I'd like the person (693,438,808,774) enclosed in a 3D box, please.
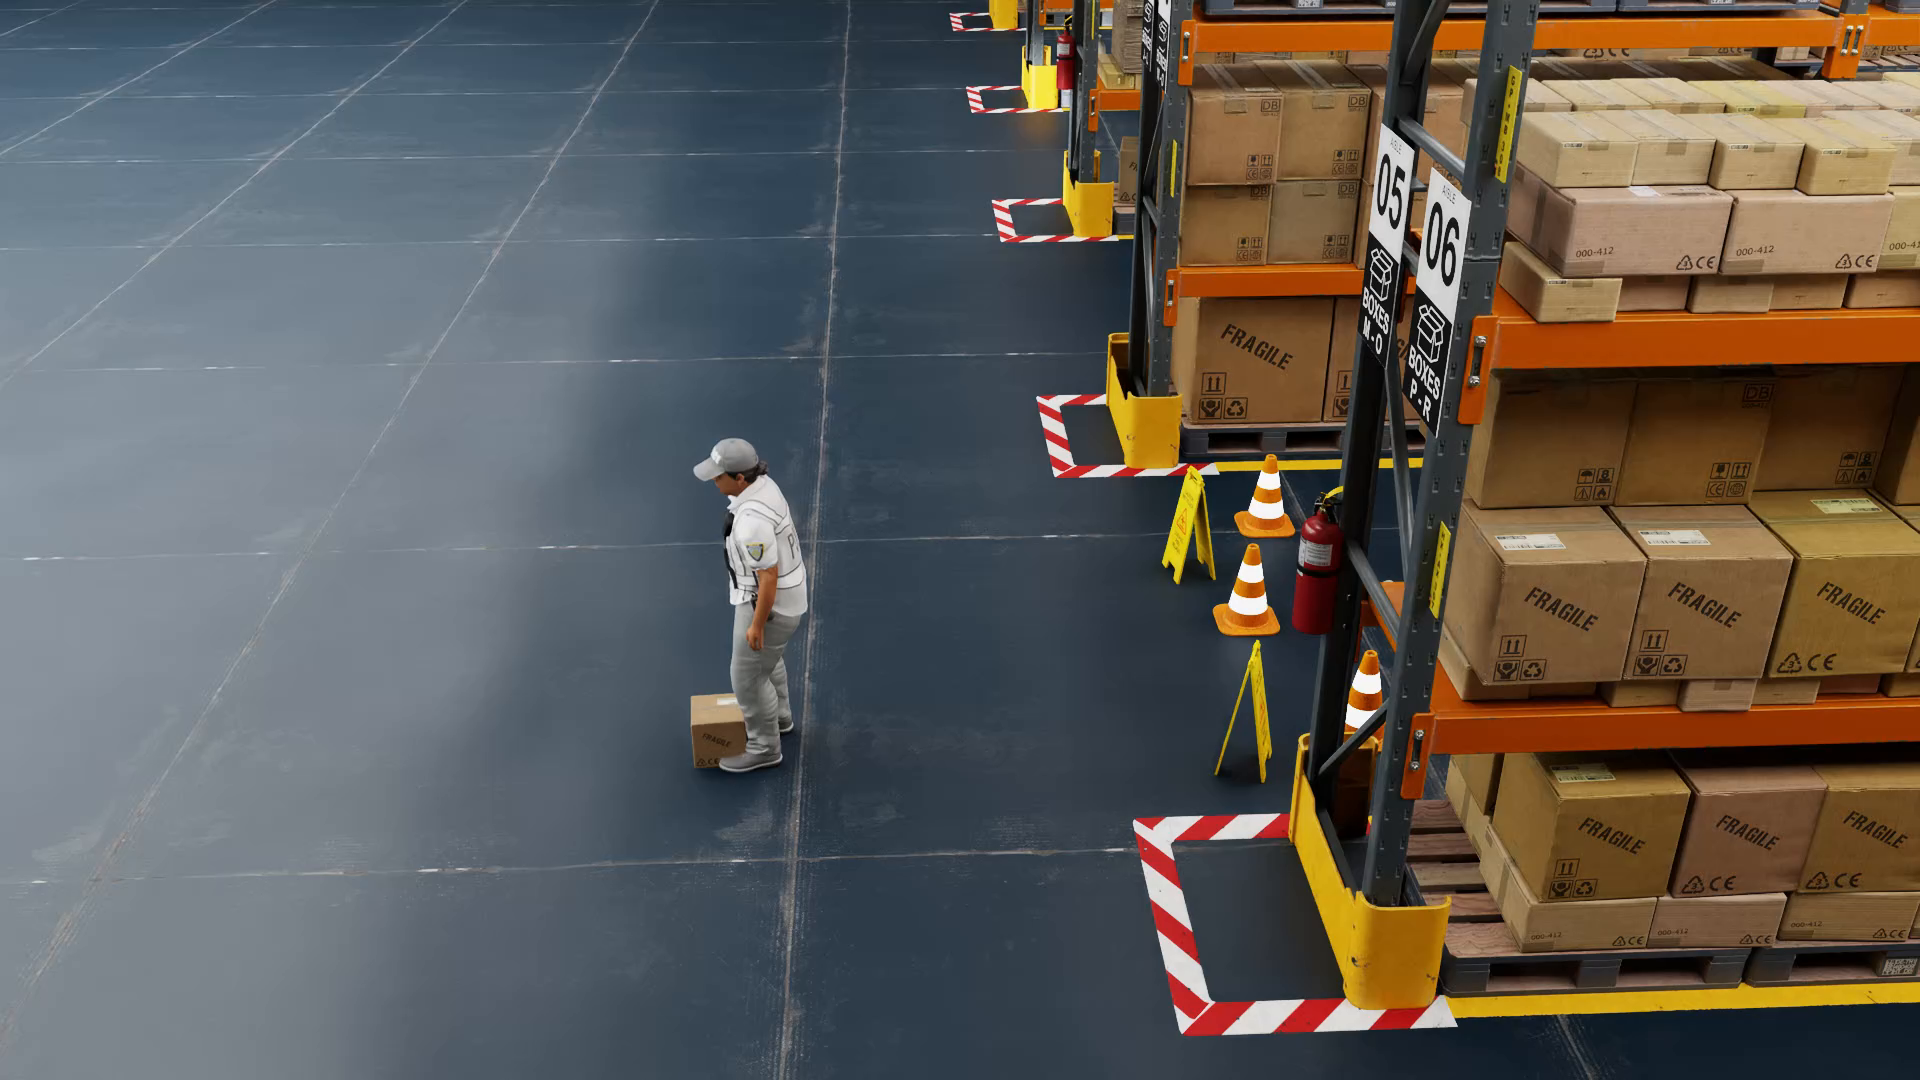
[{"bbox_3d":[-0.937,0.280,7.652,0.468,1.665,0.554,-3,28,-5],"label":"person"}]
